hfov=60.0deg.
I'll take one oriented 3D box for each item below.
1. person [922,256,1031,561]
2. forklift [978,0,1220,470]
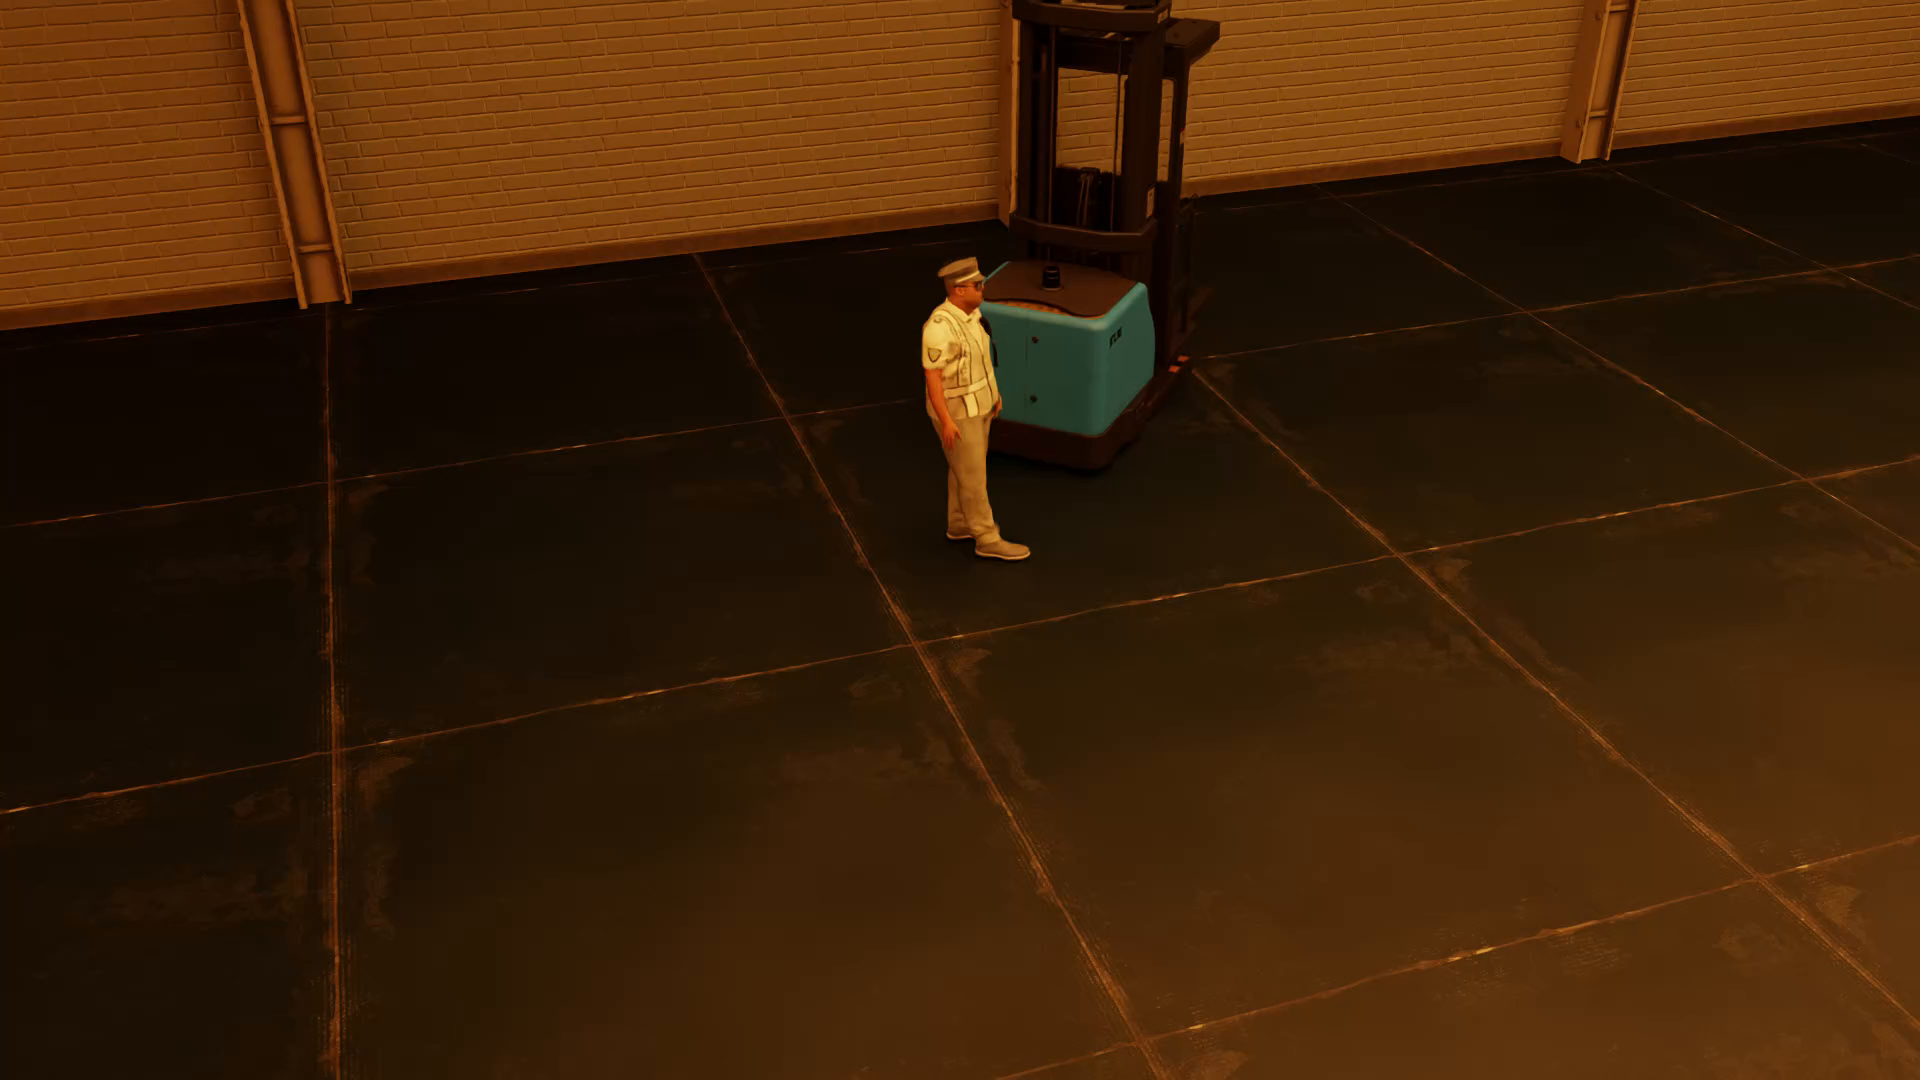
[{"bbox_3d":[0.136,-0.746,9.537,0.644,1.773,0.648,12,32,20],"label":"person"},{"bbox_3d":[1.044,-2.433,11.316,1.130,2.935,3.031,13,32,21],"label":"forklift"}]
